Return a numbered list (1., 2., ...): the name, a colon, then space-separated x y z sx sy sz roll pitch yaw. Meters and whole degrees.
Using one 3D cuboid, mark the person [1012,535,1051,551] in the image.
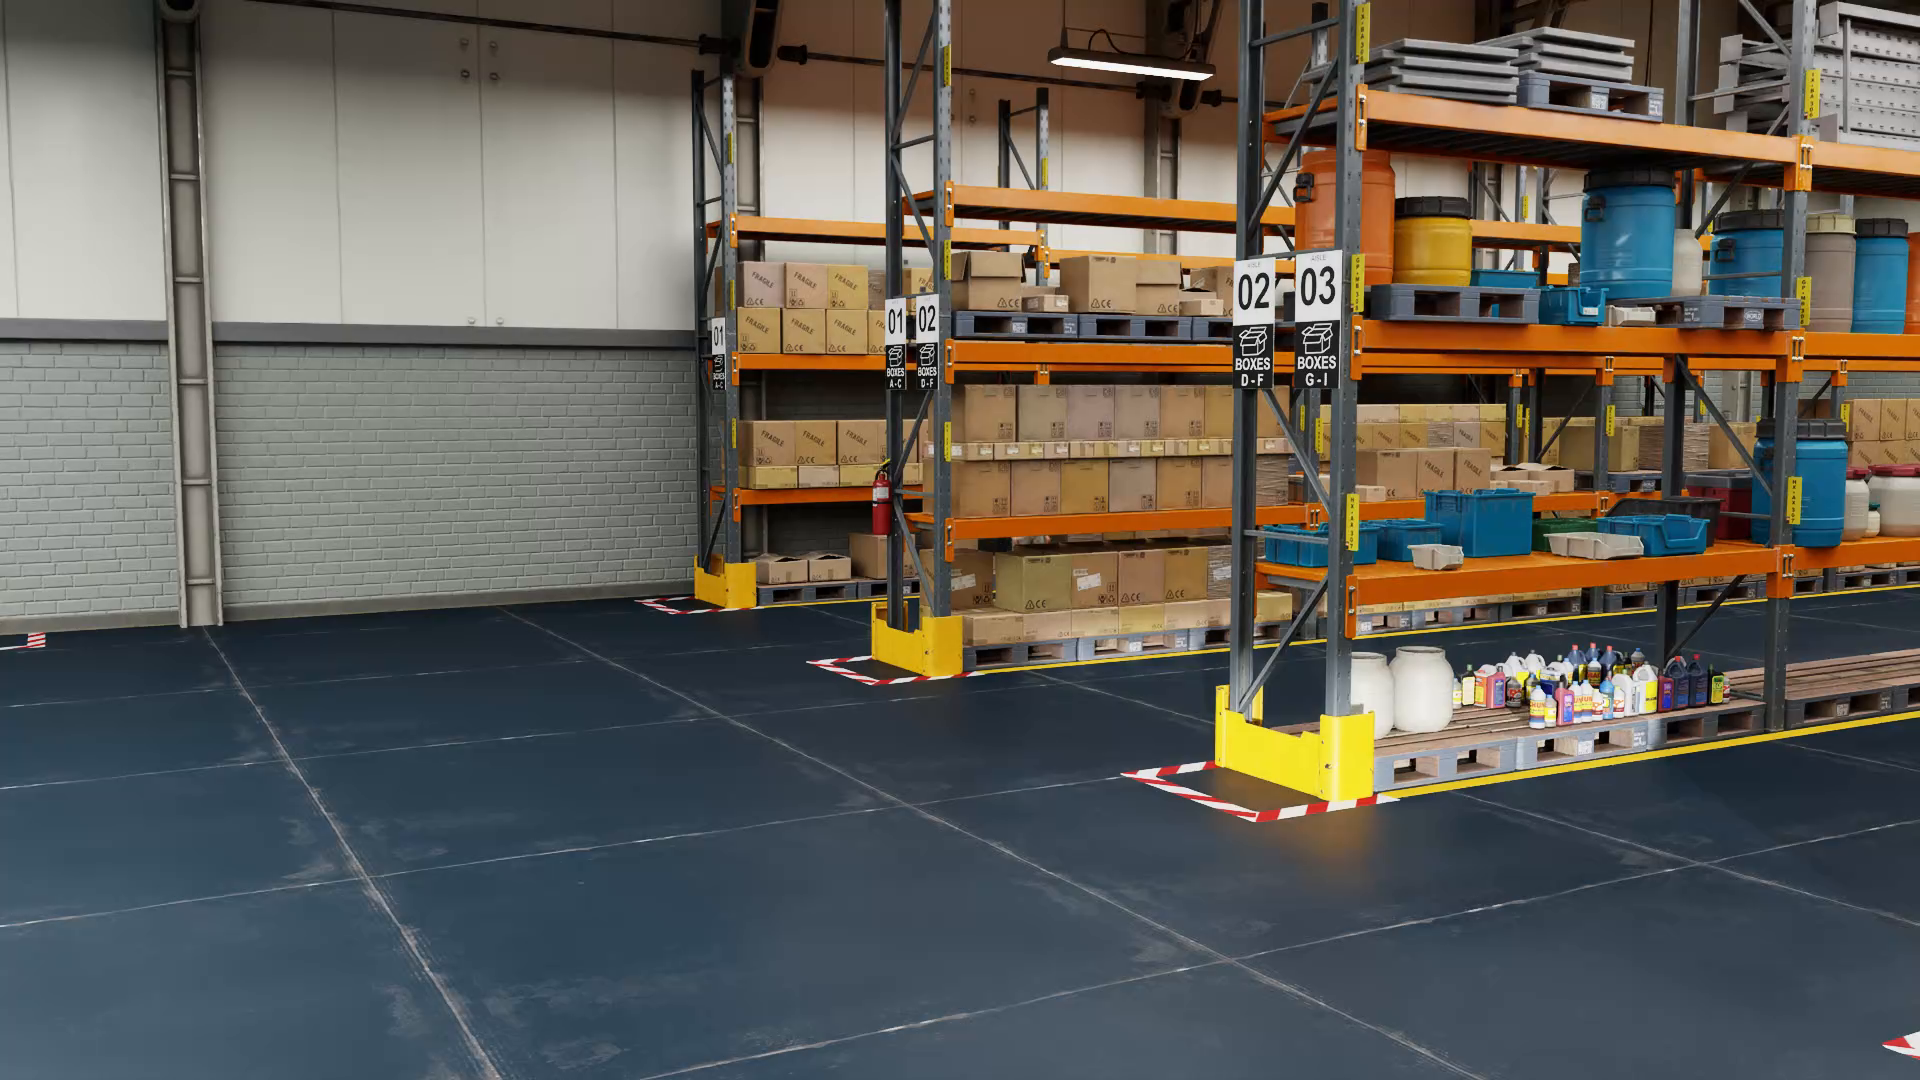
1. person: 0.754 -0.027 17.760 0.511 1.673 0.407 -3 6 -31
